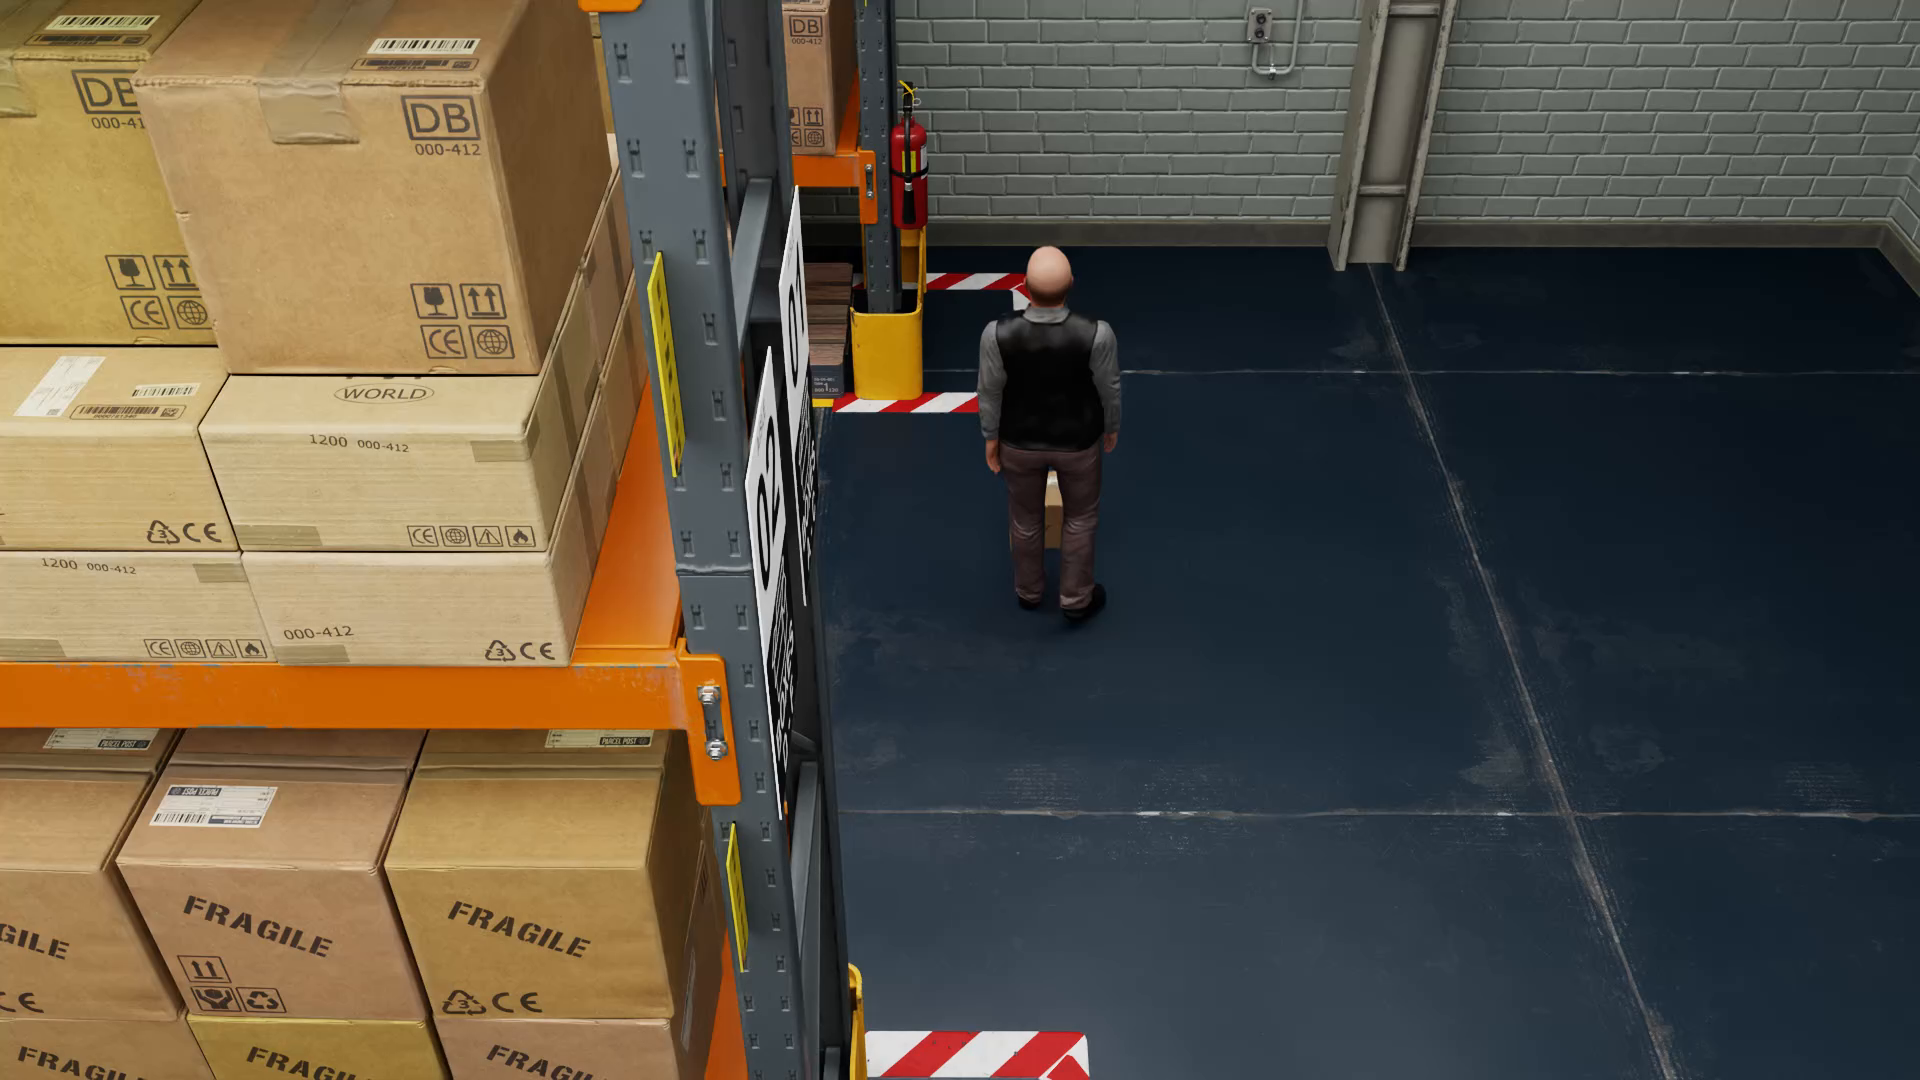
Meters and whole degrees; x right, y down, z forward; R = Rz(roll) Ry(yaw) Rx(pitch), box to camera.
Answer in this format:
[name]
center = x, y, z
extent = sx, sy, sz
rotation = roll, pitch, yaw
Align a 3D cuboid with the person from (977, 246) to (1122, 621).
[person]
center = 0.356, -0.418, 6.663
extent = 0.566, 1.747, 0.405
rotation = 4, 39, 4
